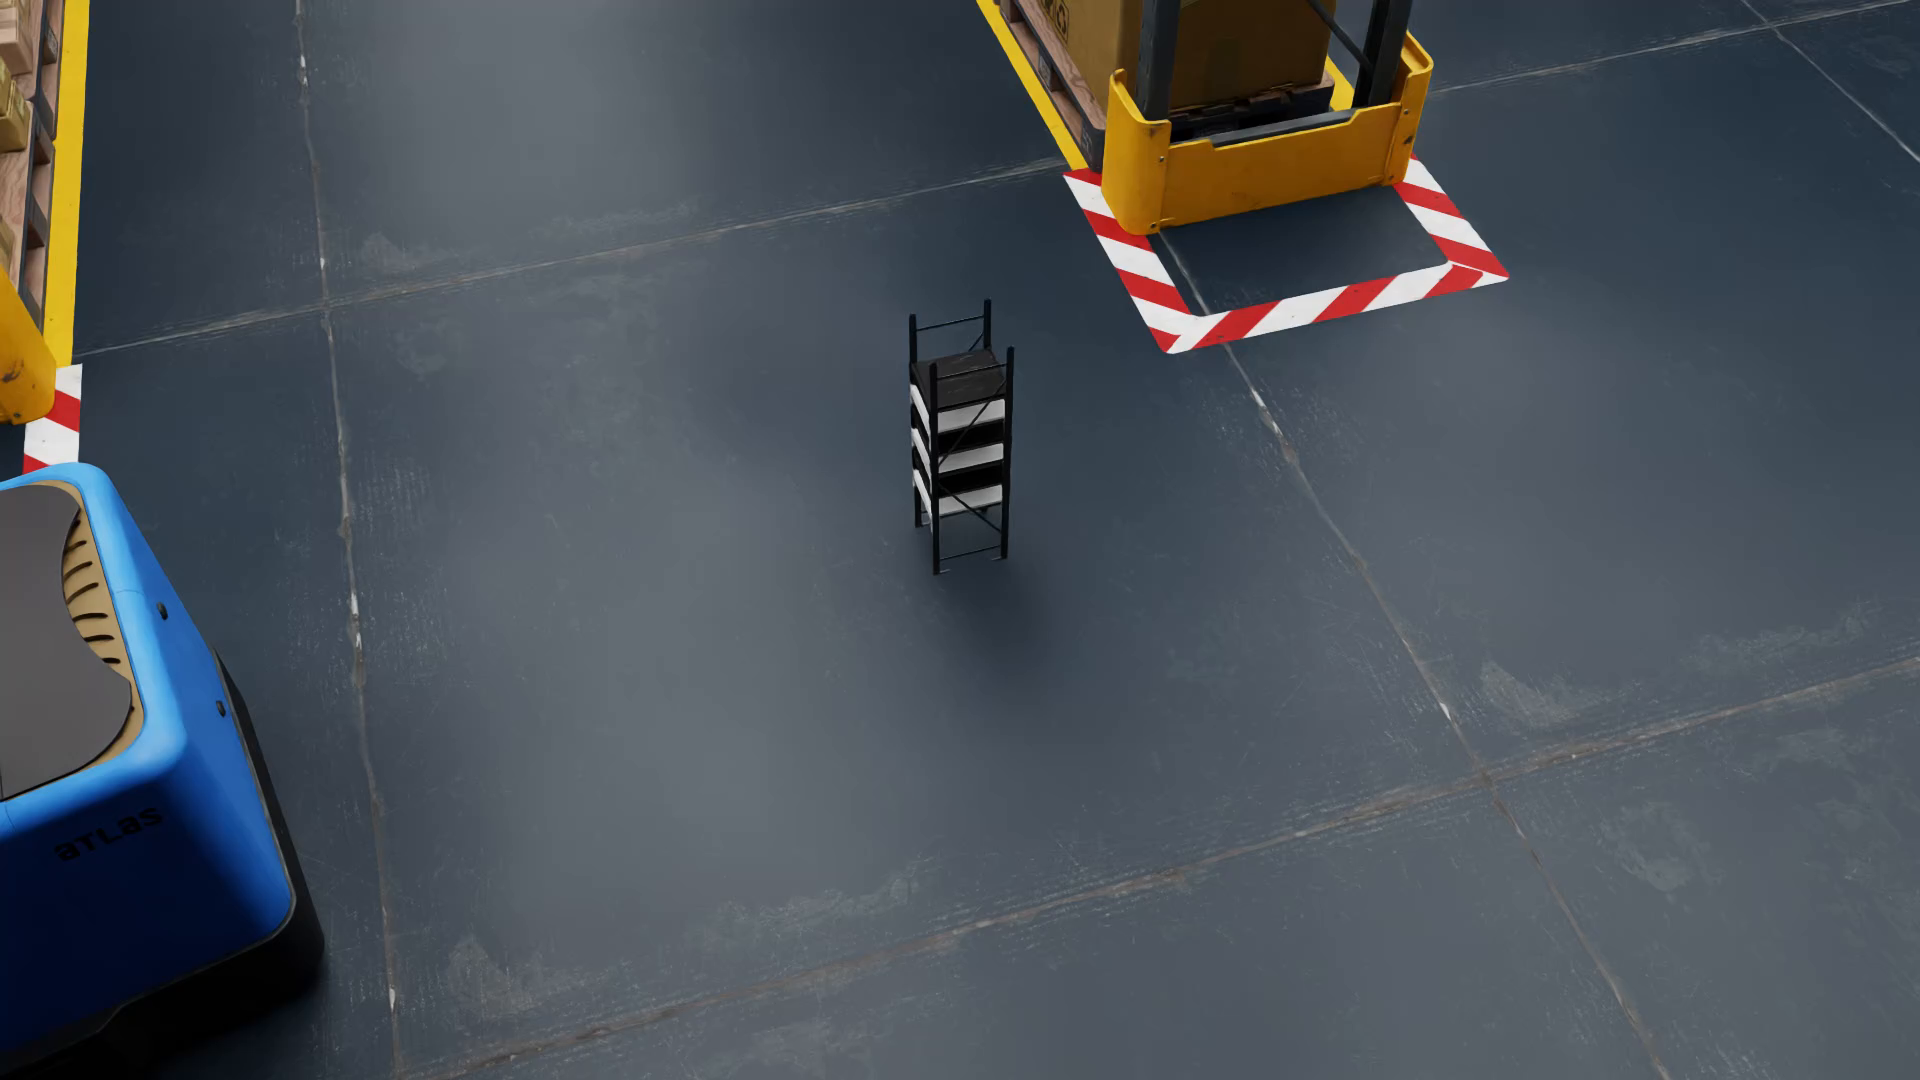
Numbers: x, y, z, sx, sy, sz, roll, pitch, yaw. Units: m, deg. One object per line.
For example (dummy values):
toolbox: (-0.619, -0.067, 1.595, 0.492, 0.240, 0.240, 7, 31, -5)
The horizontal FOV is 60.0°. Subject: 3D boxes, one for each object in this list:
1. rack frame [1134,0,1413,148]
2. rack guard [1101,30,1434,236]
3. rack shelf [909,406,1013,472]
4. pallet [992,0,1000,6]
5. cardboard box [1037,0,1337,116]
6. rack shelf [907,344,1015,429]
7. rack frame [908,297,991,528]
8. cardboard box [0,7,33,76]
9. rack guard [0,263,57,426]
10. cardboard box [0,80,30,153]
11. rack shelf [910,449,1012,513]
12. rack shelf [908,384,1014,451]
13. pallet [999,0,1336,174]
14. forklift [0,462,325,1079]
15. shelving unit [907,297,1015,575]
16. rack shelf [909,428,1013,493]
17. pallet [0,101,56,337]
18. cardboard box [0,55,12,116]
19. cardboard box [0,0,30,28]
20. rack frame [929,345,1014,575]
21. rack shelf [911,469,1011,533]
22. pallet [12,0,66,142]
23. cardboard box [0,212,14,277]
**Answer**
rack frame: (1.127, -2.365, 5.282, 1.000, 3.000, 0.127, -13, 51, -11)
rack guard: (1.134, -1.542, 6.223, 1.175, 0.500, 0.348, -13, 51, -11)
rack shelf: (0.002, -0.321, 4.858, 0.258, 0.077, 0.200, -13, 51, -11)
pallet: (0.458, -2.922, 7.575, 1.003, 0.211, 1.213, -13, 51, -11)
cardboard box: (0.861, -2.265, 6.312, 0.875, 0.875, 0.875, -13, 51, -11)
rack shelf: (0.002, -0.437, 4.720, 0.258, 0.077, 0.200, -13, 51, -11)
rack frame: (-0.028, -0.358, 4.964, 0.240, 0.900, 0.006, -13, 51, -11)
cardboard box: (-3.854, -1.919, 6.496, 0.380, 0.149, 0.250, -16, 52, -13)
rack guard: (-3.664, -0.567, 5.401, 1.175, 0.500, 0.348, -13, 51, -11)
cardboard box: (-3.697, -1.553, 6.187, 0.380, 0.149, 0.250, -13, 51, -11)
rack shelf: (0.002, -0.205, 4.995, 0.258, 0.077, 0.200, -13, 51, -11)
rack shelf: (0.002, -0.379, 4.789, 0.258, 0.077, 0.200, -13, 51, -11)
pallet: (0.816, -2.032, 6.825, 1.003, 0.211, 1.213, -13, 51, -11)
forklift: (-3.172, 0.406, 2.991, 3.031, 2.935, 1.130, -23, 54, -18)
shelving unit: (0.002, -0.284, 4.901, 0.258, 0.900, 0.210, -13, 51, -11)
rack shelf: (0.002, -0.263, 4.926, 0.258, 0.077, 0.200, -13, 51, -11)
pallet: (-3.870, -1.075, 6.019, 1.003, 0.211, 1.213, -13, 51, -11)
cardboard box: (-3.707, -1.654, 6.078, 0.380, 0.149, 0.250, -12, 51, -10)
cardboard box: (-3.961, -2.116, 6.662, 0.380, 0.149, 0.250, -13, 51, -11)
rack frame: (0.032, -0.210, 4.838, 0.240, 0.900, 0.006, -13, 51, -11)
rack shelf: (0.002, -0.147, 5.064, 0.258, 0.077, 0.200, -13, 51, -11)
pallet: (-4.227, -1.965, 6.768, 1.003, 0.211, 1.213, -13, 51, -11)
cardboard box: (-3.490, -0.989, 5.712, 0.380, 0.149, 0.250, -12, 51, -10)
